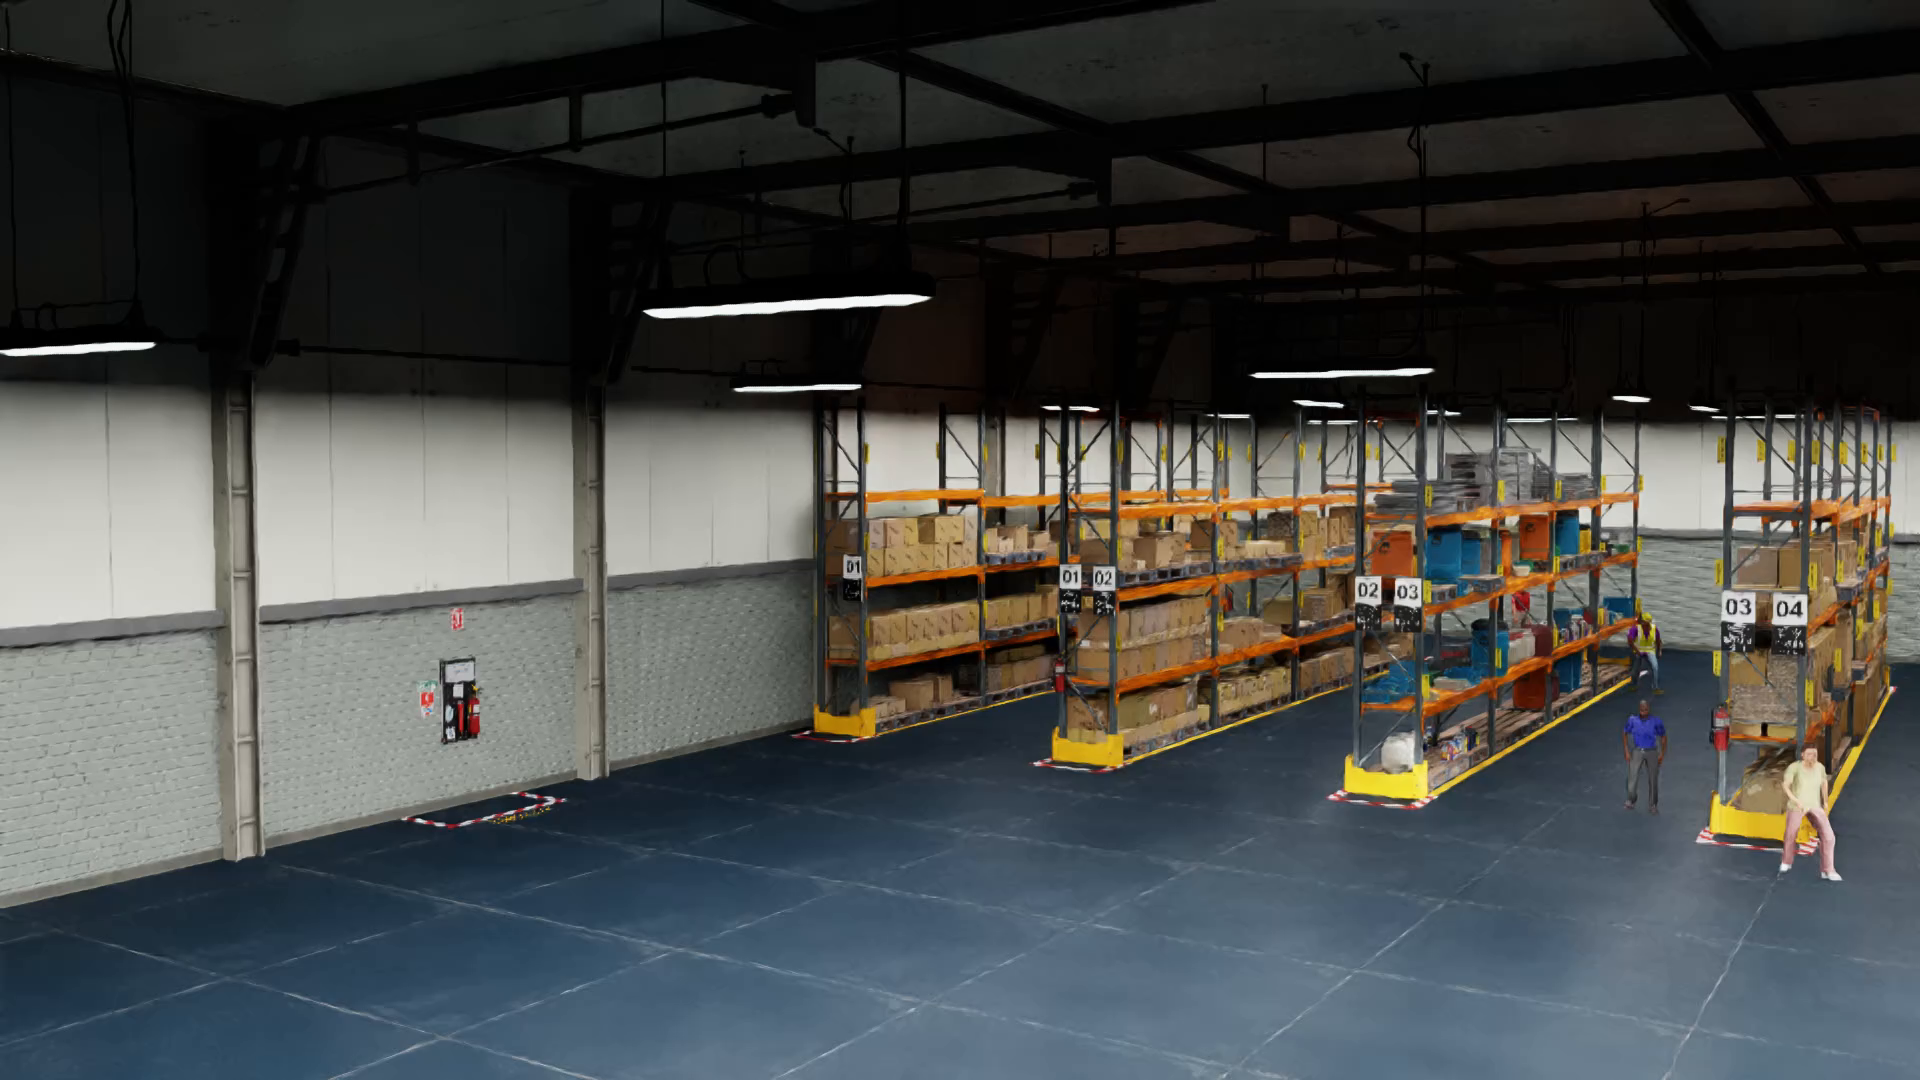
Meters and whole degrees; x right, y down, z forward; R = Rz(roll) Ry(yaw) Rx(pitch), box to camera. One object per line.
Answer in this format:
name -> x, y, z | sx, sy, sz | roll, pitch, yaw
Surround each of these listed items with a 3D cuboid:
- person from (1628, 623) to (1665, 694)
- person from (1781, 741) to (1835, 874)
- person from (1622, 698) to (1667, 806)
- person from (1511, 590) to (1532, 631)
person -> 14.256, 2.441, 34.620 | 0.702, 1.468, 0.815 | 1, 3, 14
person -> 9.971, 3.123, 19.627 | 0.571, 1.546, 0.729 | 1, 3, 11
person -> 9.539, 2.957, 23.180 | 0.592, 1.539, 0.513 | 2, 3, 30
person -> 14.296, 1.969, 42.375 | 0.604, 1.442, 0.467 | -1, 3, -19
